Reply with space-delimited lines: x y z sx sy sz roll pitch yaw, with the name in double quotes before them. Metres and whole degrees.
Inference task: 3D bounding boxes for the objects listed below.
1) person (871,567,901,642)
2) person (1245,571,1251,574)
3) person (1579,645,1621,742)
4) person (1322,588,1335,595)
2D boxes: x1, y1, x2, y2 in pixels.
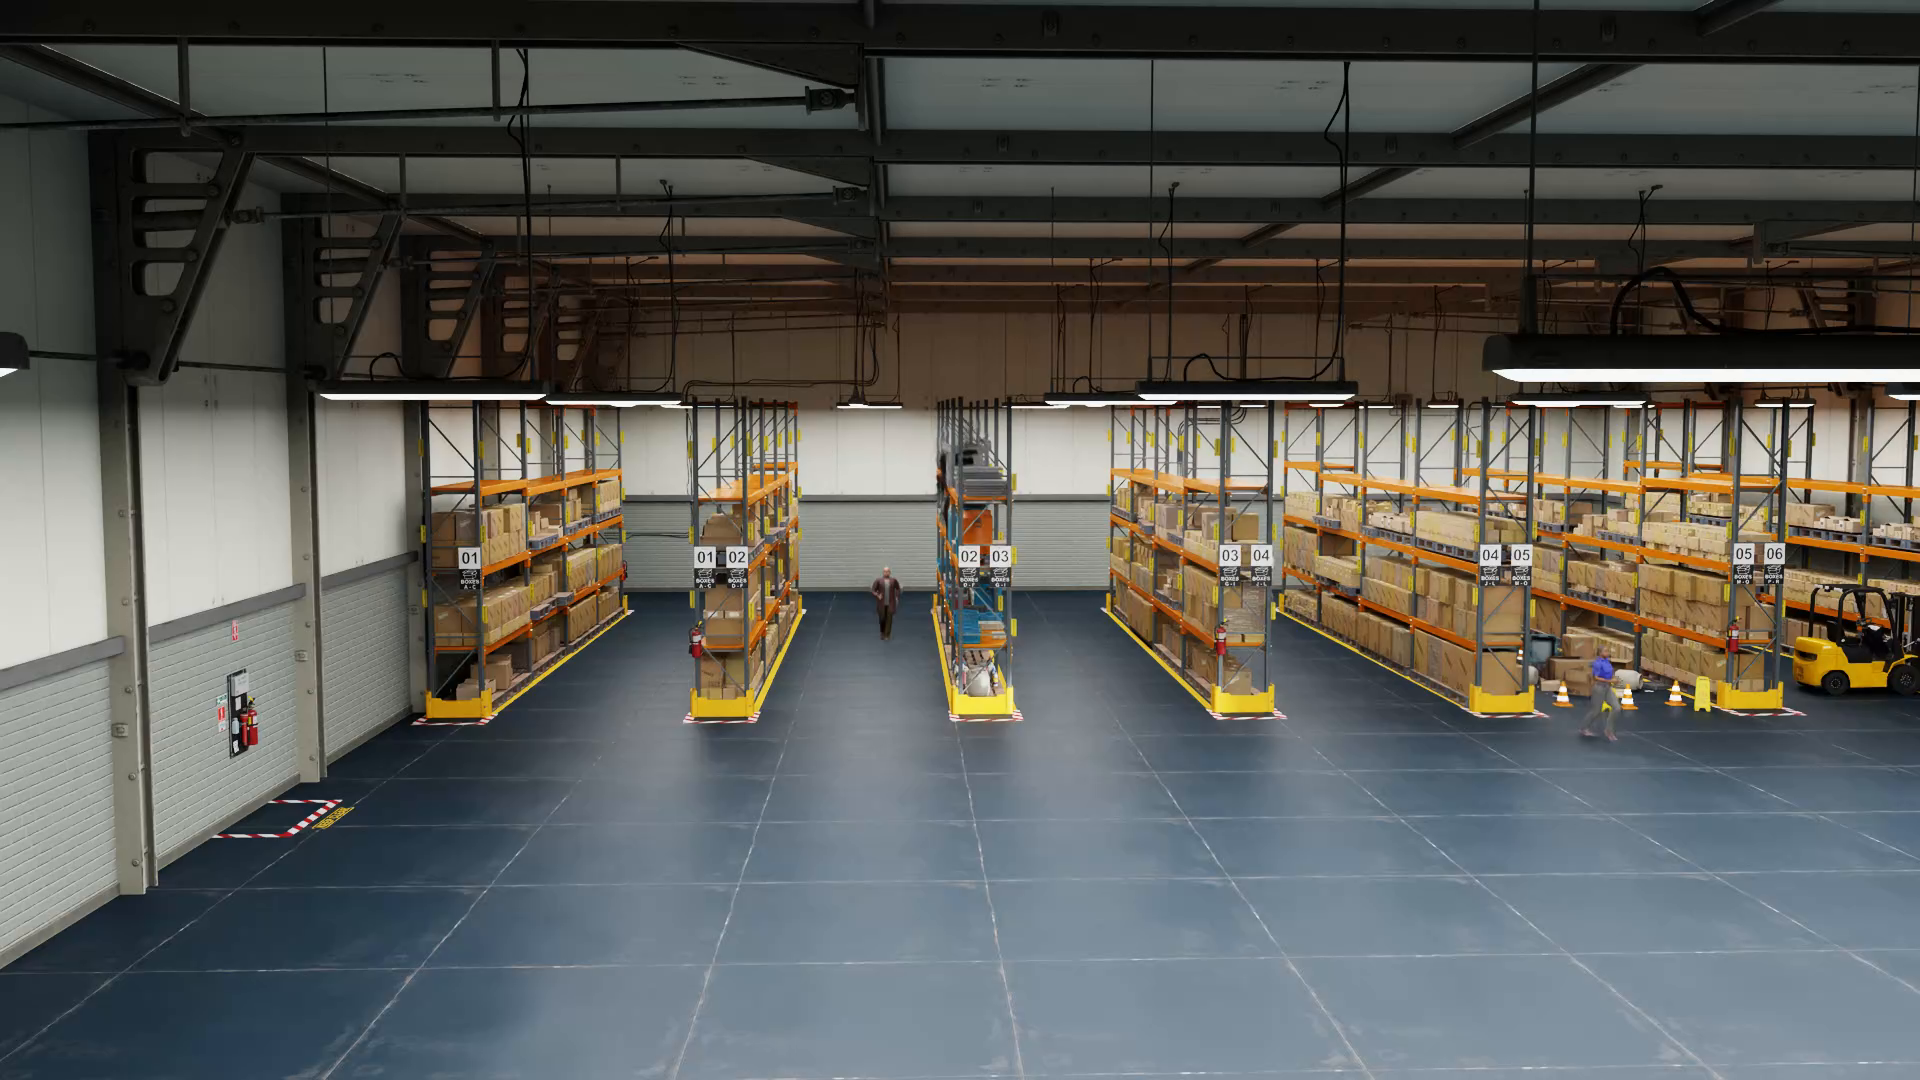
"person" -1.745 1.517 39.382 0.713 1.756 0.685 0 4 -6
"person" 8.078 1.163 48.294 0.890 1.680 0.515 3 6 38
"person" 11.191 2.678 29.024 0.576 1.693 0.726 -3 6 -38
"person" 10.856 1.063 49.062 0.611 1.750 0.638 0 4 -1
